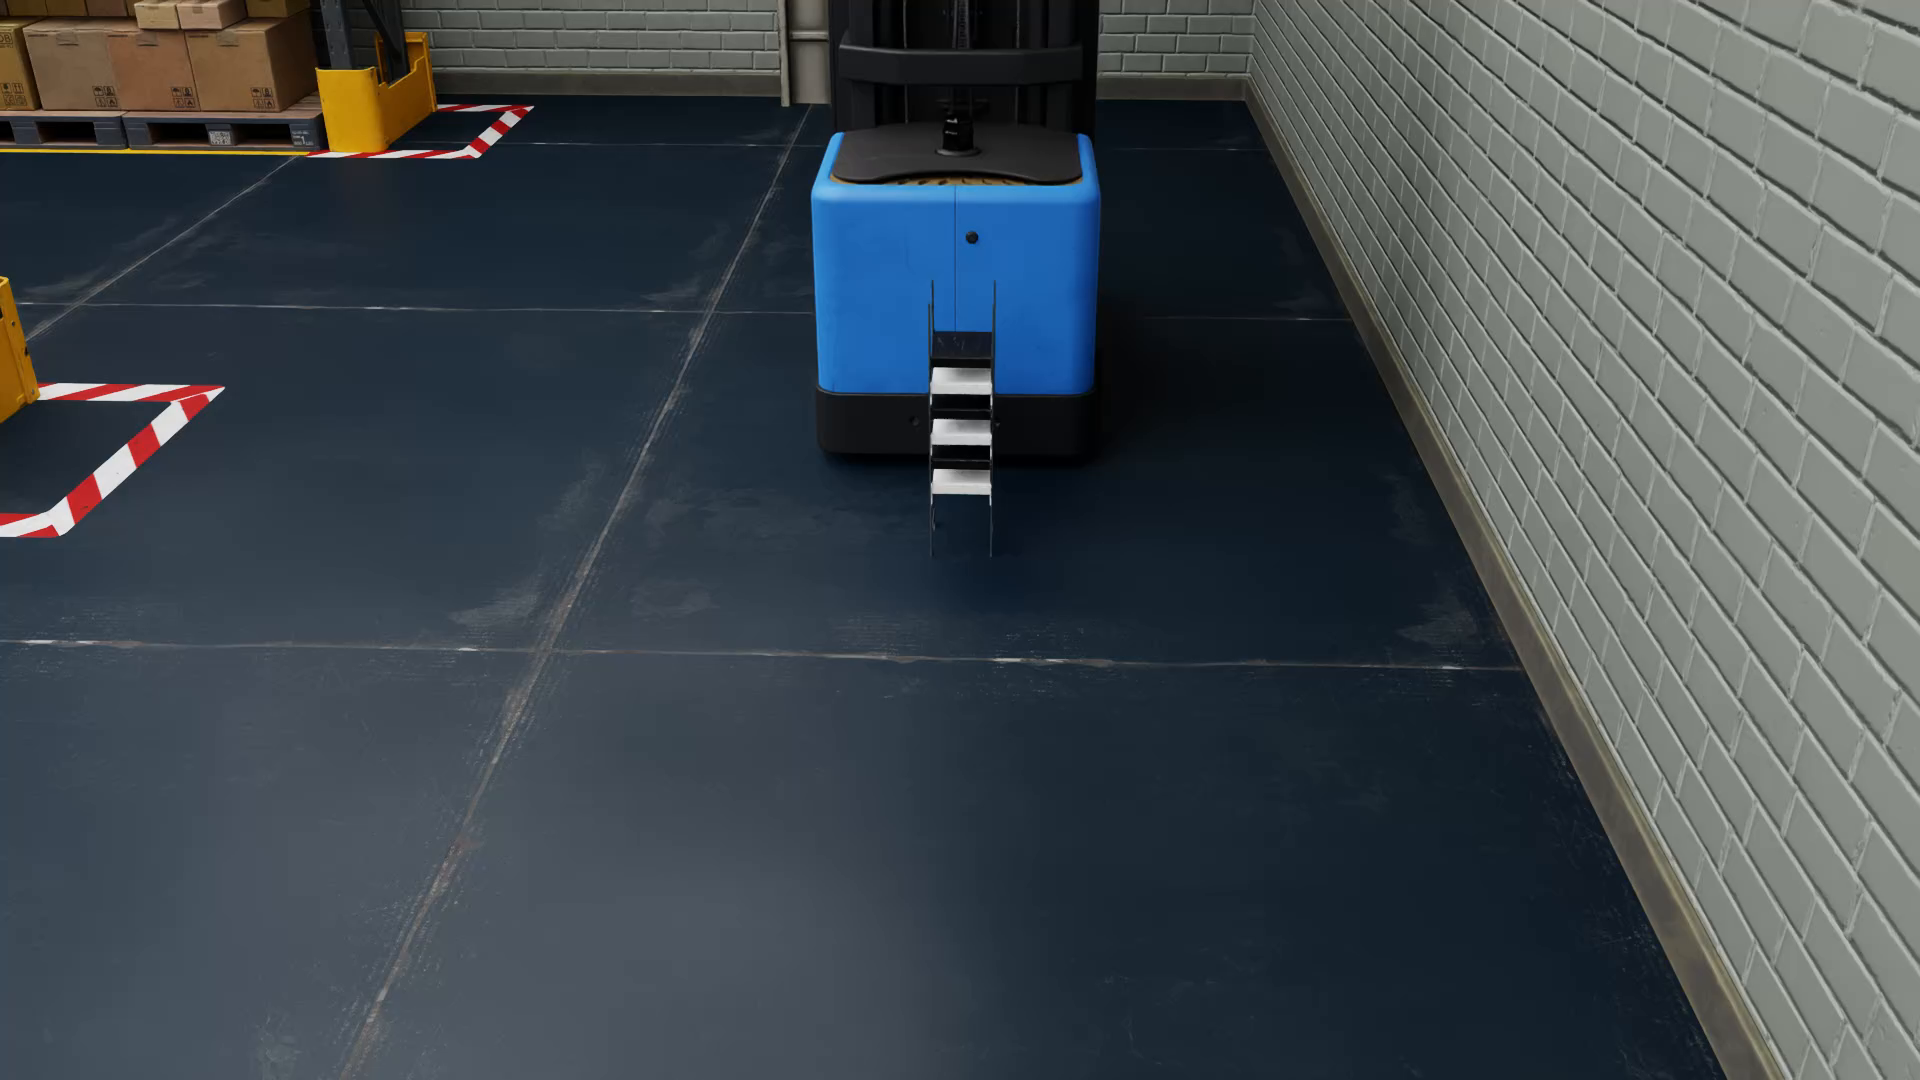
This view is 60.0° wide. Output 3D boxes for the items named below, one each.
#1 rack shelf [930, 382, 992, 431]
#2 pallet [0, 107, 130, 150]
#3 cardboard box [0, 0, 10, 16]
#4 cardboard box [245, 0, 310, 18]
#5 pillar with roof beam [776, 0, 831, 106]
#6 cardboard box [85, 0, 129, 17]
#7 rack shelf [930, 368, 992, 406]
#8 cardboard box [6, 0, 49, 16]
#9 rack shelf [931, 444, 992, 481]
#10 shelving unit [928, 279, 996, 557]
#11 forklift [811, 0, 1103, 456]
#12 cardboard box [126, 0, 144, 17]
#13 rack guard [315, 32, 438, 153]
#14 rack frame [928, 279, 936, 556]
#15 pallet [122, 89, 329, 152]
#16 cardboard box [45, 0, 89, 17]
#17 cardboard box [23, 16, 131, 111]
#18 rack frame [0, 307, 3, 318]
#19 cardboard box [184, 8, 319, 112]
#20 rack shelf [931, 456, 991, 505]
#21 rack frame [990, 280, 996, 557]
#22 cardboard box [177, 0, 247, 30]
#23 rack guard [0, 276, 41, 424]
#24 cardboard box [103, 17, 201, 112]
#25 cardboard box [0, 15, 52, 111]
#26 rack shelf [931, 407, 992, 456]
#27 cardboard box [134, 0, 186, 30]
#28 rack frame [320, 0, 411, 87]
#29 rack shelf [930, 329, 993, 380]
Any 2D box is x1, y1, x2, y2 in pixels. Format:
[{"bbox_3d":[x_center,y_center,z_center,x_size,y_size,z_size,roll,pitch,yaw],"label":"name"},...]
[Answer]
[{"bbox_3d":[0.008,-0.448,5.512,0.200,0.077,0.258,1,28,2],"label":"rack shelf"},{"bbox_3d":[-5.758,-2.754,10.719,1.213,0.211,1.003,1,28,2],"label":"pallet"},{"bbox_3d":[-6.090,-3.440,10.564,0.250,0.149,0.380,1,28,2],"label":"cardboard box"},{"bbox_3d":[-4.312,-3.412,10.511,0.250,0.149,0.380,1,28,2],"label":"cardboard box"},{"bbox_3d":[-1.164,-4.983,5.543,0.400,9.000,9.100,1,28,2],"label":"pillar with roof beam"},{"bbox_3d":[-5.322,-3.428,10.542,0.250,0.149,0.380,1,28,3],"label":"cardboard box"},{"bbox_3d":[0.008,-0.527,5.470,0.200,0.077,0.258,1,28,2],"label":"rack shelf"},{"bbox_3d":[-5.832,-3.436,10.557,0.250,0.149,0.380,0,28,1],"label":"cardboard box"},{"bbox_3d":[0.008,-0.288,5.597,0.200,0.077,0.258,1,28,2],"label":"rack shelf"},{"bbox_3d":[0.008,-0.397,5.539,0.210,0.900,0.258,1,28,2],"label":"shelving unit"},{"bbox_3d":[0.020,-2.258,6.880,1.130,2.935,3.031,1,28,1],"label":"forklift"},{"bbox_3d":[-5.068,-3.424,10.534,0.250,0.149,0.380,1,28,2],"label":"cardboard box"},{"bbox_3d":[-3.717,-2.883,10.654,0.348,0.500,1.175,1,28,2],"label":"rack guard"},{"bbox_3d":[-0.093,-0.399,5.542,0.006,0.900,0.240,1,28,2],"label":"rack frame"},{"bbox_3d":[-4.542,-2.732,10.679,1.213,0.211,1.003,1,28,2],"label":"pallet"},{"bbox_3d":[-5.579,-3.432,10.549,0.250,0.149,0.380,1,28,2],"label":"cardboard box"},{"bbox_3d":[-5.446,-3.050,10.521,0.500,0.500,0.700,0,28,0],"label":"cardboard box"},{"bbox_3d":[-3.912,-1.669,5.695,0.127,3.000,1.000,1,28,2],"label":"rack frame"},{"bbox_3d":[-4.444,-3.033,10.490,0.500,0.500,0.700,1,28,2],"label":"cardboard box"},{"bbox_3d":[0.008,-0.209,5.639,0.200,0.077,0.258,1,28,2],"label":"rack shelf"},{"bbox_3d":[0.110,-0.396,5.536,0.006,0.900,0.240,1,28,2],"label":"rack frame"},{"bbox_3d":[-4.578,-3.237,10.181,0.250,0.149,0.380,1,28,1],"label":"cardboard box"},{"bbox_3d":[-3.988,-0.566,6.283,0.348,0.500,1.175,1,28,2],"label":"rack guard"},{"bbox_3d":[-4.944,-3.042,10.506,0.500,0.500,0.700,1,28,2],"label":"cardboard box"},{"bbox_3d":[-5.979,-3.055,10.531,0.500,0.500,0.700,2,28,3],"label":"cardboard box"},{"bbox_3d":[0.008,-0.368,5.555,0.200,0.077,0.258,1,28,2],"label":"rack shelf"},{"bbox_3d":[-4.834,-3.241,10.189,0.250,0.149,0.380,2,28,3],"label":"cardboard box"},{"bbox_3d":[-3.741,-3.988,10.070,0.127,3.000,1.000,1,28,2],"label":"rack frame"},{"bbox_3d":[0.008,-0.607,5.428,0.200,0.077,0.258,1,28,2],"label":"rack shelf"}]
